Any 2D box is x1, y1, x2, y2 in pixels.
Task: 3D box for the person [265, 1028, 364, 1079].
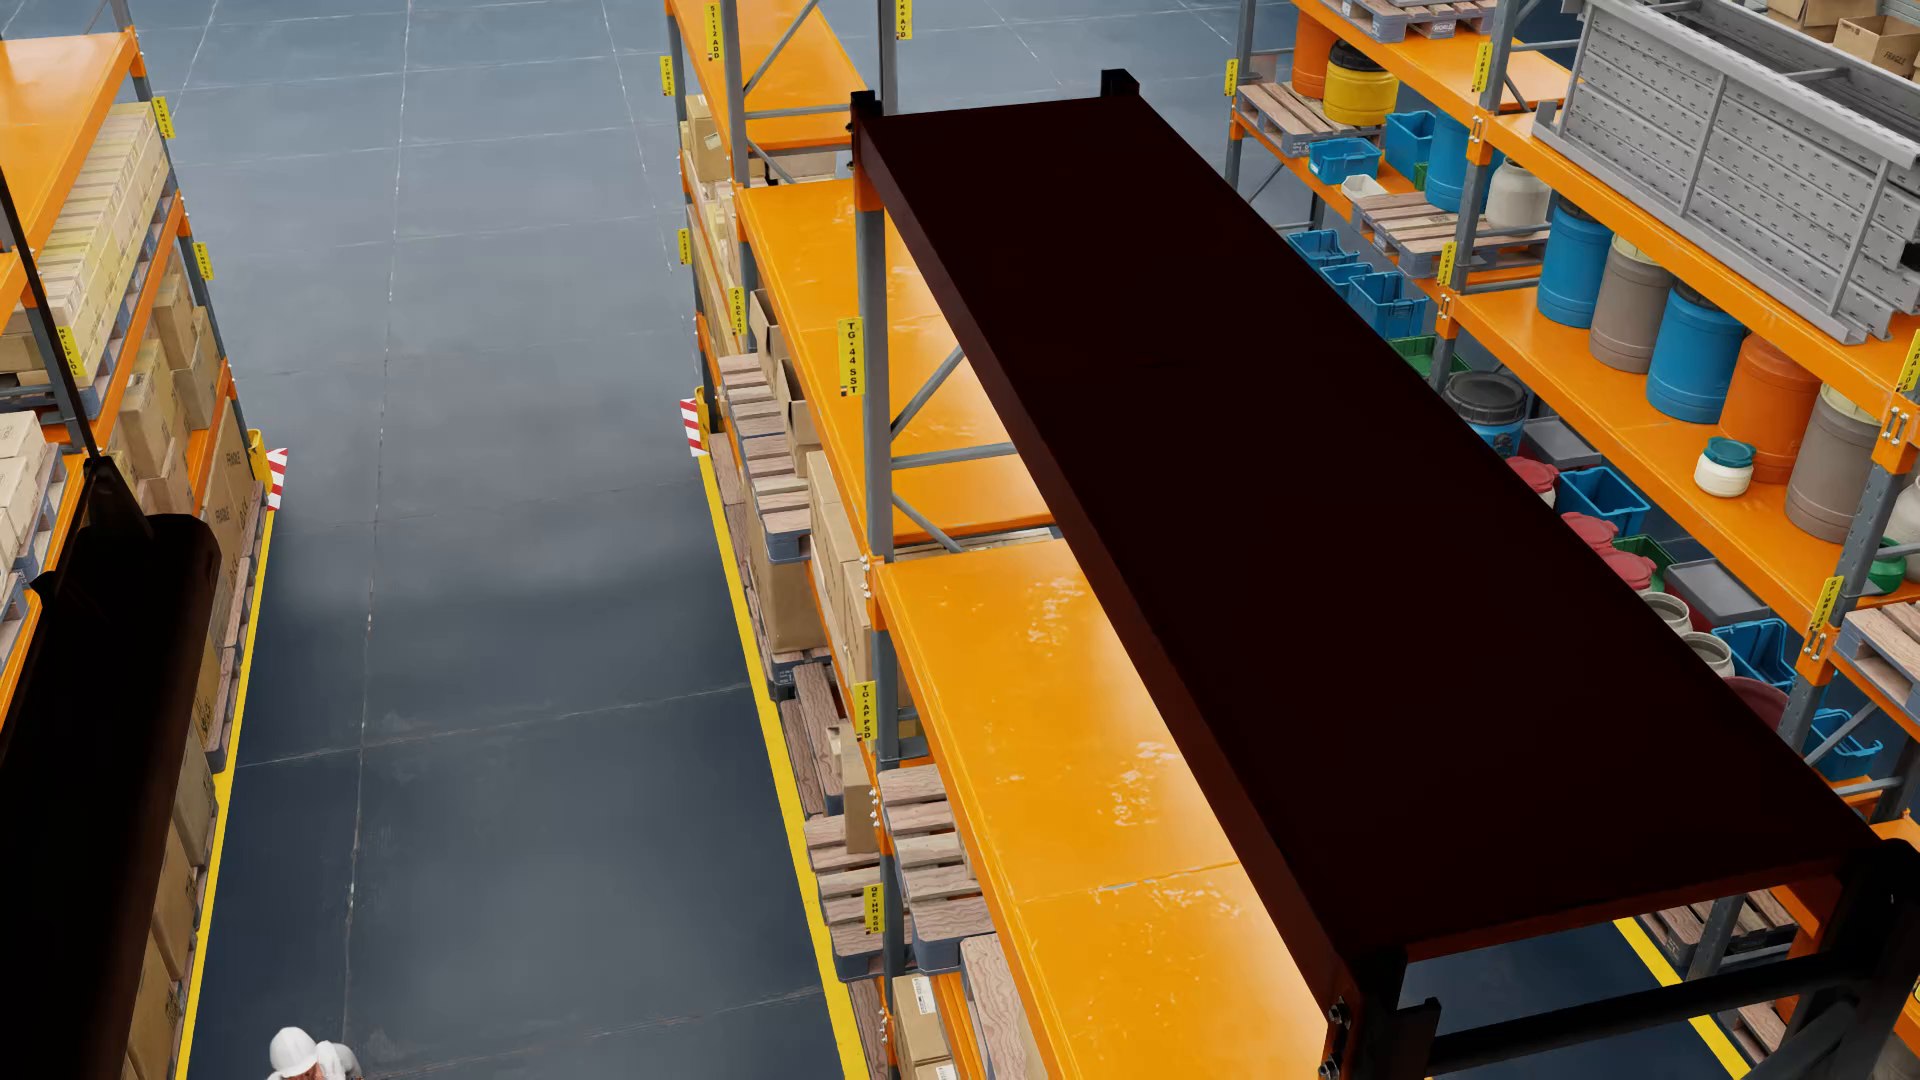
[{"bbox_3d":[-3.120,2.970,8.180,0.599,1.789,0.484,-26,42,-33],"label":"person"}]
